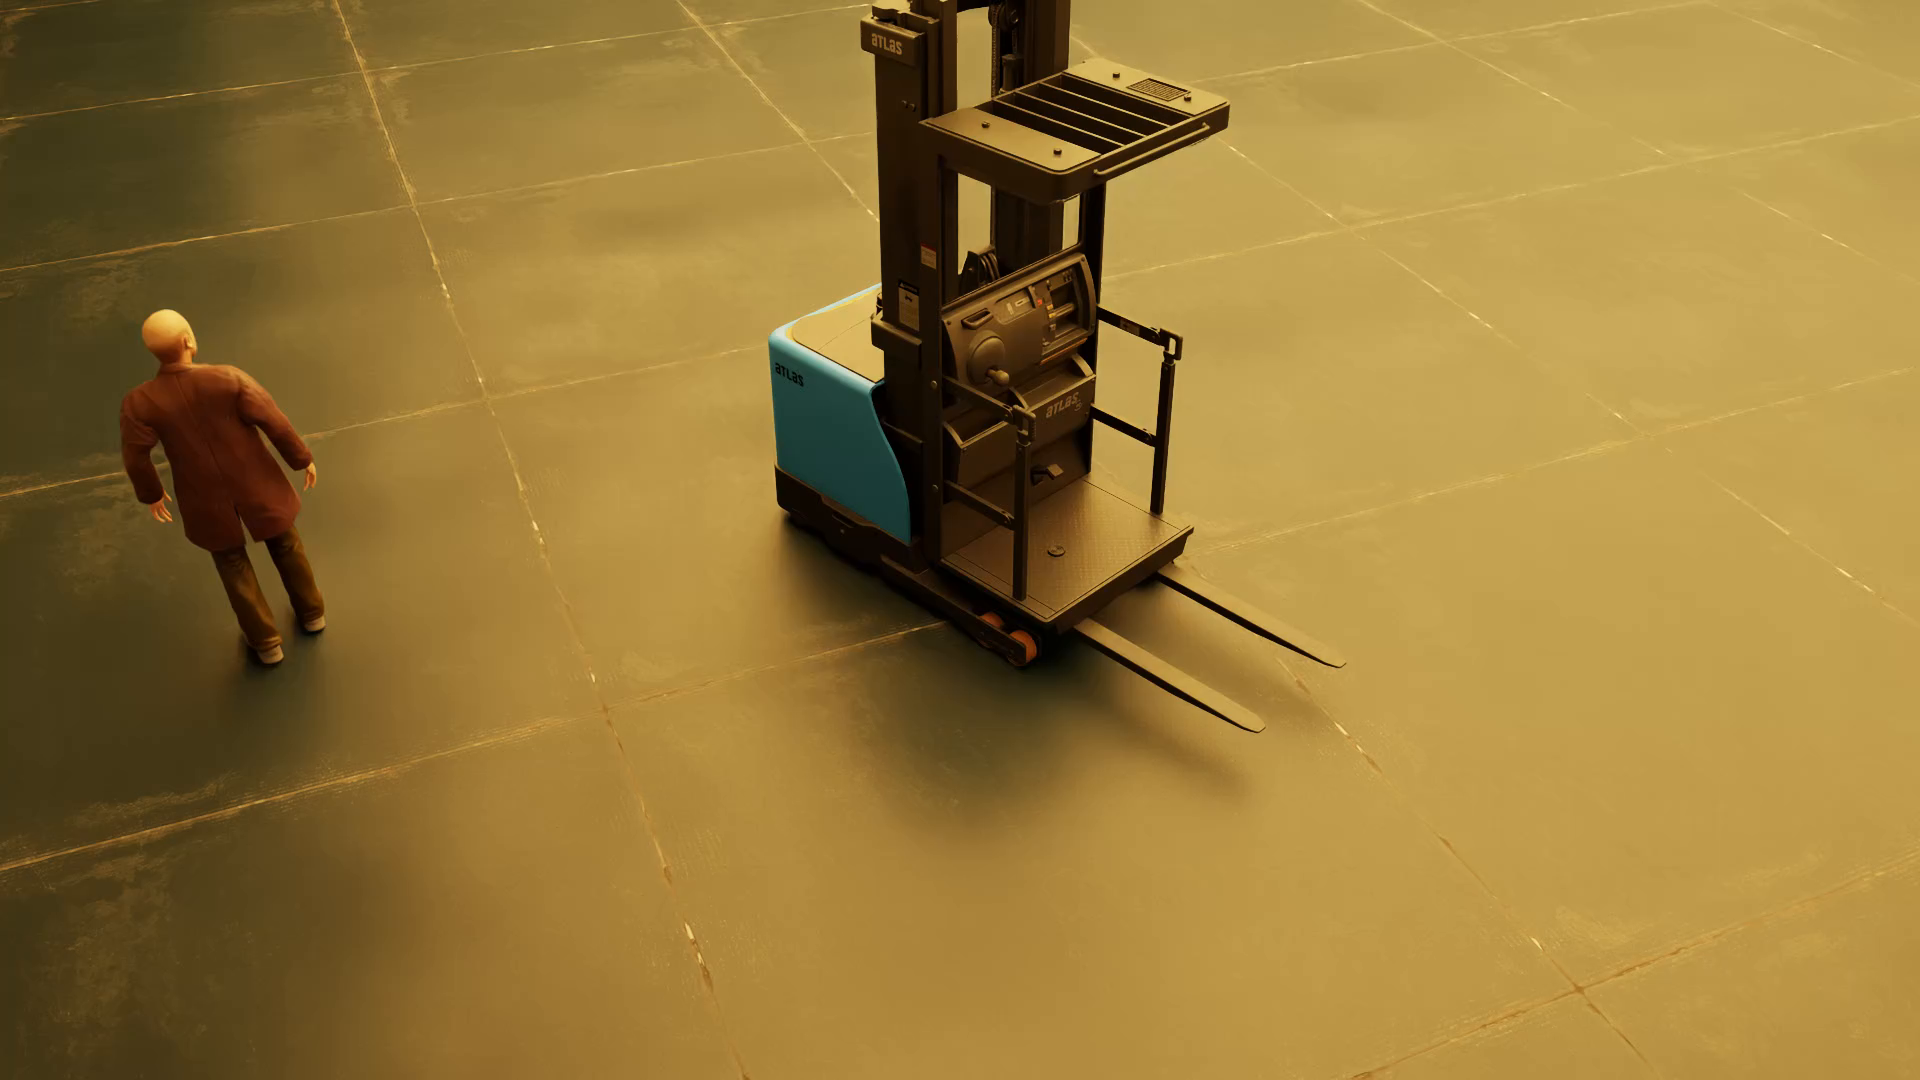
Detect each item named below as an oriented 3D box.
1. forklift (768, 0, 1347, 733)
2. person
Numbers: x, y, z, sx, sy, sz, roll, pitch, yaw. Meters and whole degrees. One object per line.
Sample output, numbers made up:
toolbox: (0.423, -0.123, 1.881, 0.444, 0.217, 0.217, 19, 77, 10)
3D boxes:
forklift: (0.432, -0.946, 7.429, 3.031, 2.935, 1.130, 30, 45, 35)
person: (-3.299, -0.280, 7.489, 0.755, 1.776, 0.563, -14, 38, -19)
